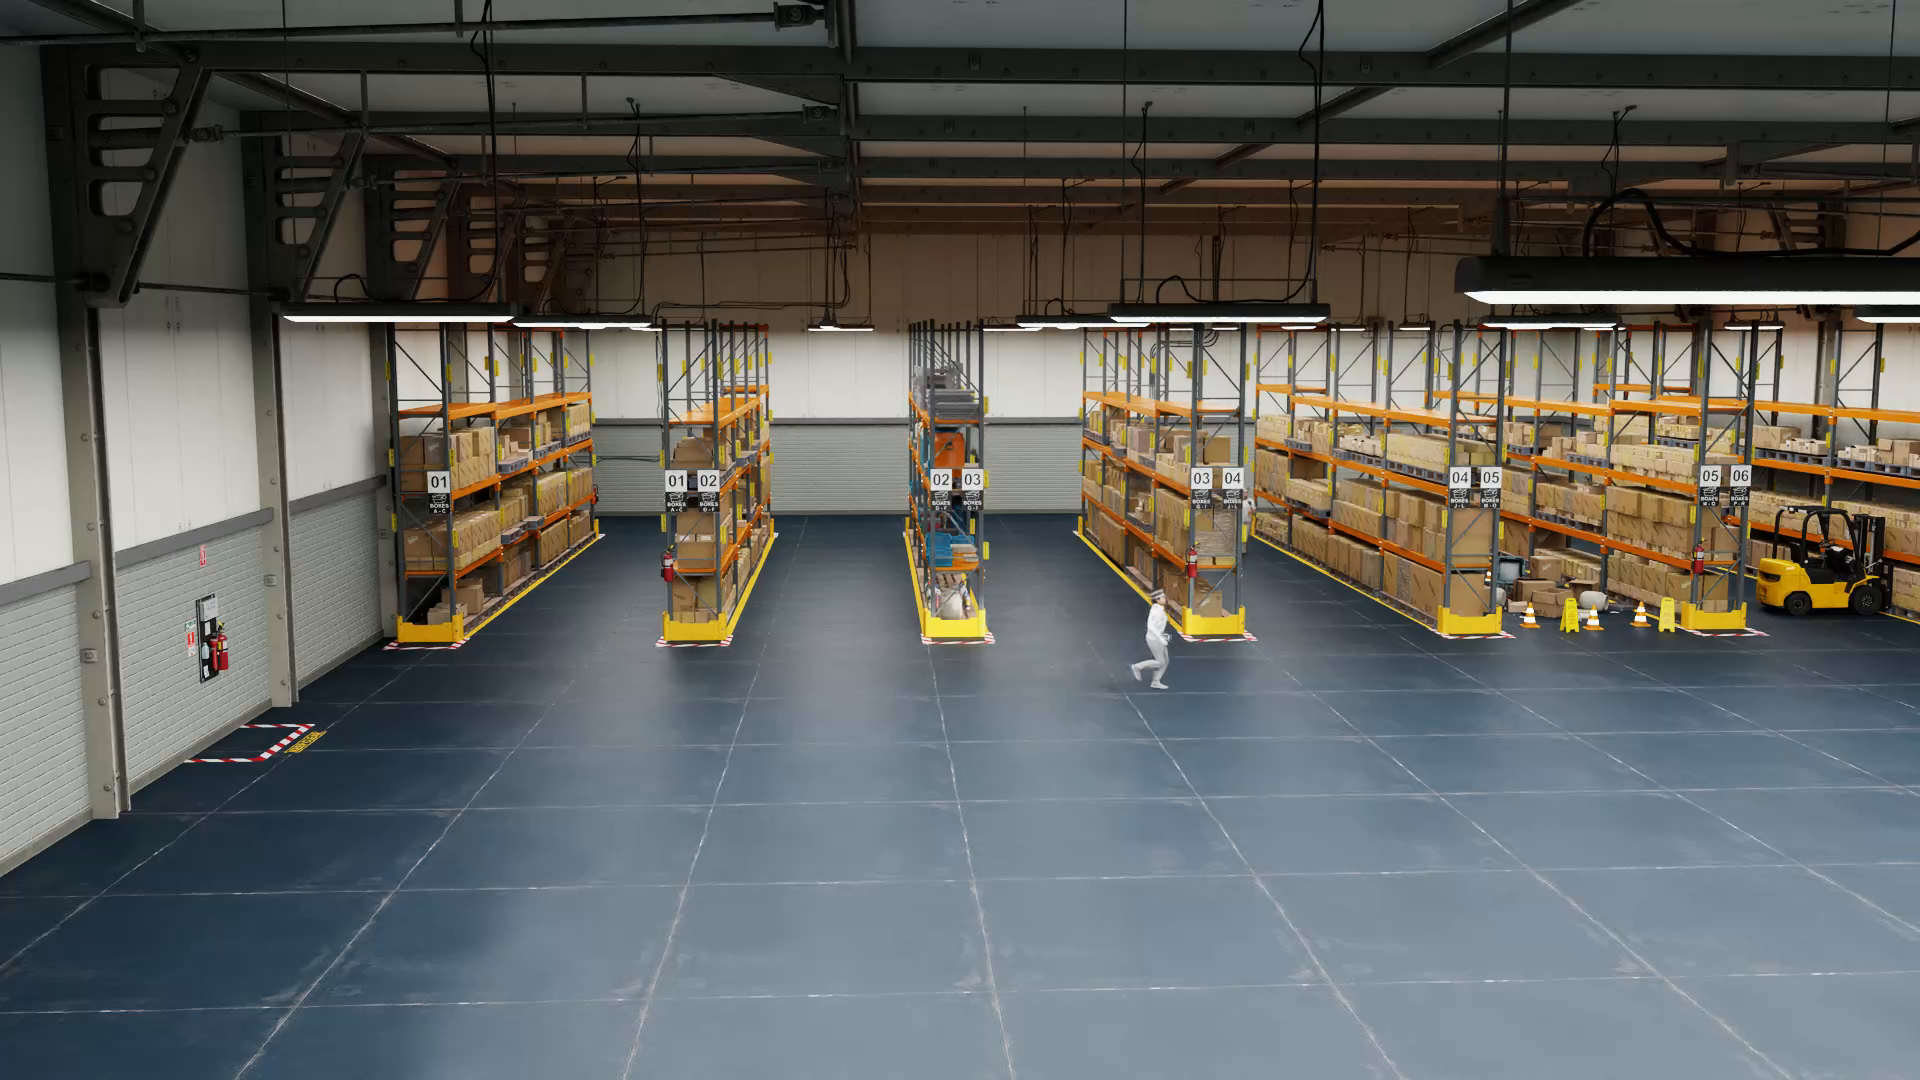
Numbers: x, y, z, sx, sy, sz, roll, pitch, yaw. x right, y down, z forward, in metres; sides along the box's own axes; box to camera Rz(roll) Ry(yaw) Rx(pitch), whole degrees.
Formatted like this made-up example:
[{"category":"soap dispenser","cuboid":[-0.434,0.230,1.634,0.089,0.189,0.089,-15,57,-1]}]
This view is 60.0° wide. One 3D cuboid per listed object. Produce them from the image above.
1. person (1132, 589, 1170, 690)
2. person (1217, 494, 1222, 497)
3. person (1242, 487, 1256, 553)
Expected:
[{"category":"person","cuboid":[3.108,1.597,26.933,0.569,1.648,0.603,2,7,15]},{"category":"person","cuboid":[7.334,-1.031,48.025,0.730,1.728,0.693,-6,9,-41]},{"category":"person","cuboid":[7.401,-0.495,43.305,0.645,1.774,0.675,0,7,-3]}]
